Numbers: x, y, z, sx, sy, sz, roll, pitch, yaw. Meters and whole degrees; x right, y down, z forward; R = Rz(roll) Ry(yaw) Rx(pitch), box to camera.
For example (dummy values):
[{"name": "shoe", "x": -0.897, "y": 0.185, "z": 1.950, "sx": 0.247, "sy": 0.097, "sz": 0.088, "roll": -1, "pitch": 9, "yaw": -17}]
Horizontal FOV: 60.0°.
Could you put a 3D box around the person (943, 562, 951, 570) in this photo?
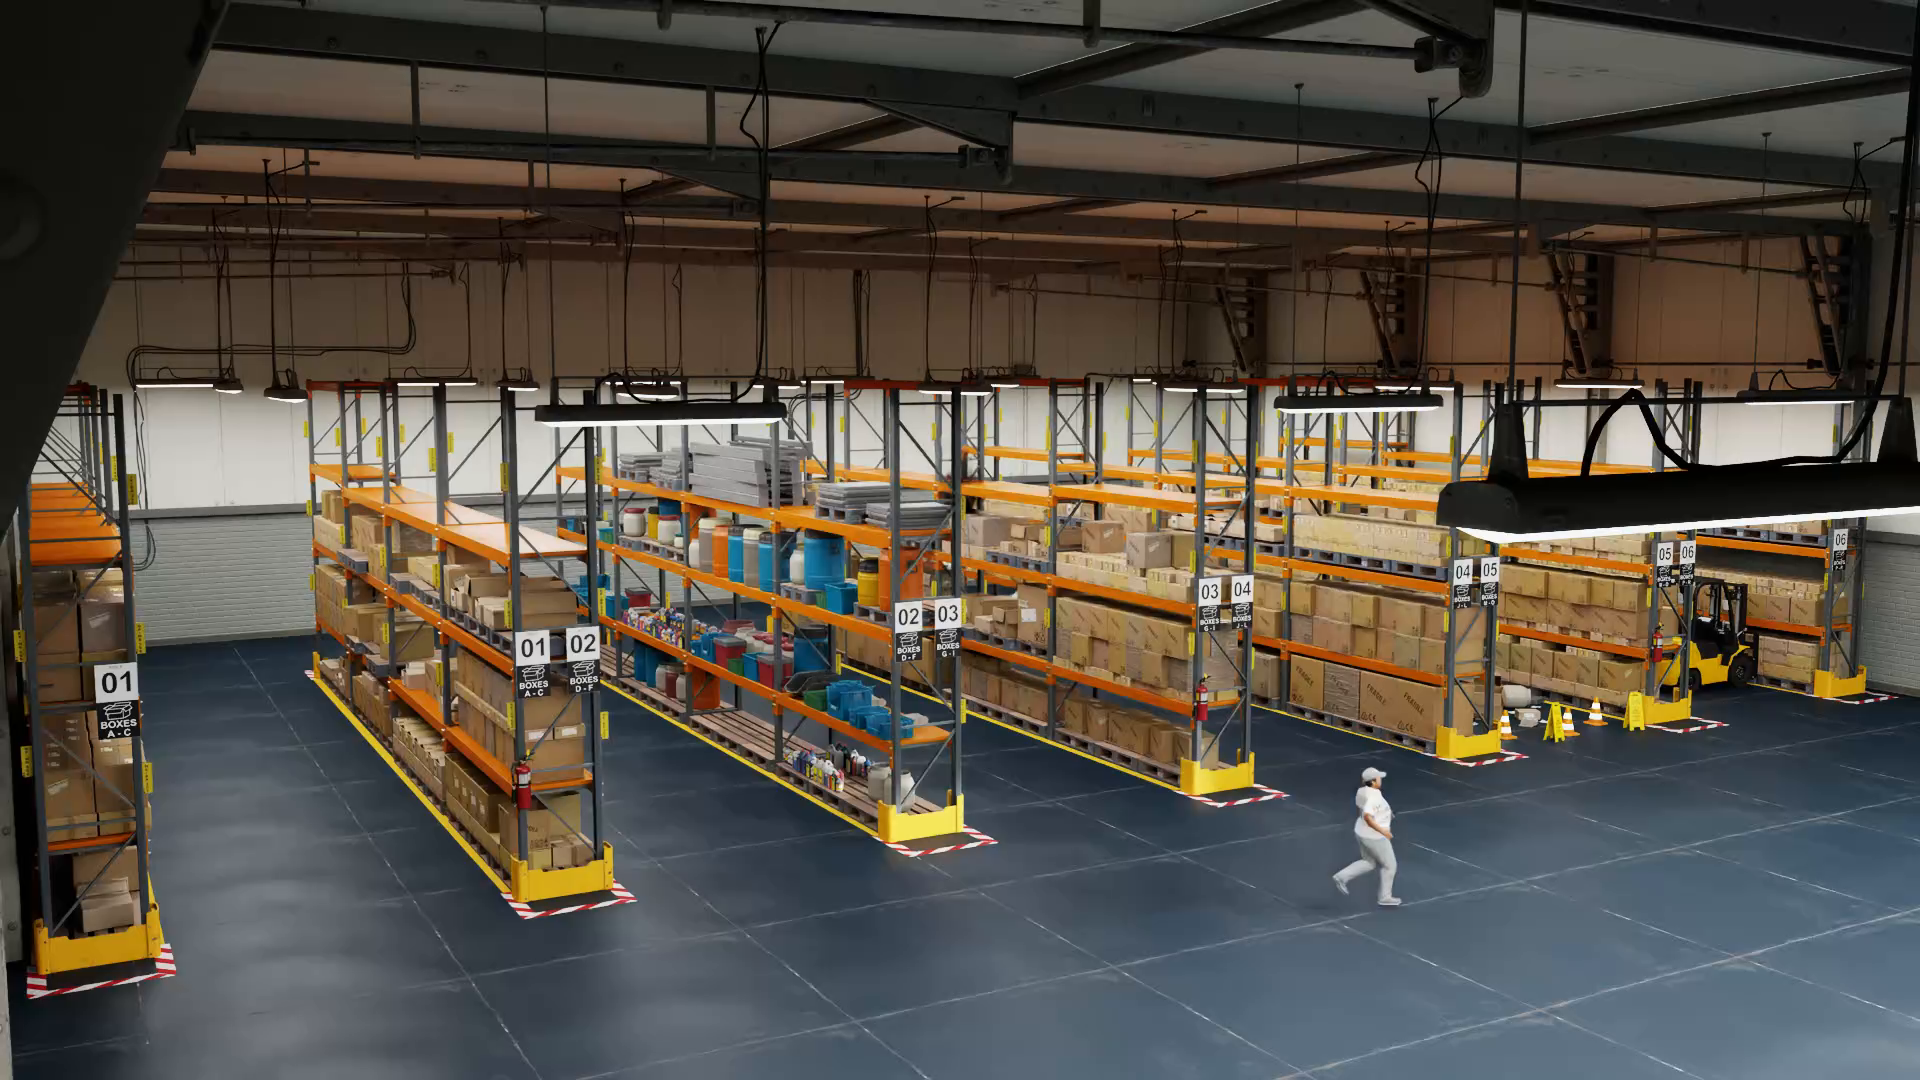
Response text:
[{"name": "person", "x": -0.441, "y": 1.080, "z": 41.515, "sx": 0.661, "sy": 1.667, "sz": 0.925, "roll": 5, "pitch": 8, "yaw": 40}]

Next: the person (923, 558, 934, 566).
[{"name": "person", "x": -0.891, "y": 1.139, "z": 41.203, "sx": 0.813, "sy": 1.643, "sz": 0.708, "roll": 3, "pitch": 7, "yaw": 28}]

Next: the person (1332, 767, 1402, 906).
[{"name": "person", "x": 4.793, "y": 3.458, "z": 19.402, "sx": 0.784, "sy": 1.632, "sz": 0.620, "roll": -1, "pitch": 6, "yaw": -8}]

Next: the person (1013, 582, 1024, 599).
[{"name": "person", "x": 1.289, "y": 1.643, "z": 36.157, "sx": 0.545, "sy": 1.507, "sz": 0.905, "roll": -3, "pitch": 7, "yaw": -29}]
